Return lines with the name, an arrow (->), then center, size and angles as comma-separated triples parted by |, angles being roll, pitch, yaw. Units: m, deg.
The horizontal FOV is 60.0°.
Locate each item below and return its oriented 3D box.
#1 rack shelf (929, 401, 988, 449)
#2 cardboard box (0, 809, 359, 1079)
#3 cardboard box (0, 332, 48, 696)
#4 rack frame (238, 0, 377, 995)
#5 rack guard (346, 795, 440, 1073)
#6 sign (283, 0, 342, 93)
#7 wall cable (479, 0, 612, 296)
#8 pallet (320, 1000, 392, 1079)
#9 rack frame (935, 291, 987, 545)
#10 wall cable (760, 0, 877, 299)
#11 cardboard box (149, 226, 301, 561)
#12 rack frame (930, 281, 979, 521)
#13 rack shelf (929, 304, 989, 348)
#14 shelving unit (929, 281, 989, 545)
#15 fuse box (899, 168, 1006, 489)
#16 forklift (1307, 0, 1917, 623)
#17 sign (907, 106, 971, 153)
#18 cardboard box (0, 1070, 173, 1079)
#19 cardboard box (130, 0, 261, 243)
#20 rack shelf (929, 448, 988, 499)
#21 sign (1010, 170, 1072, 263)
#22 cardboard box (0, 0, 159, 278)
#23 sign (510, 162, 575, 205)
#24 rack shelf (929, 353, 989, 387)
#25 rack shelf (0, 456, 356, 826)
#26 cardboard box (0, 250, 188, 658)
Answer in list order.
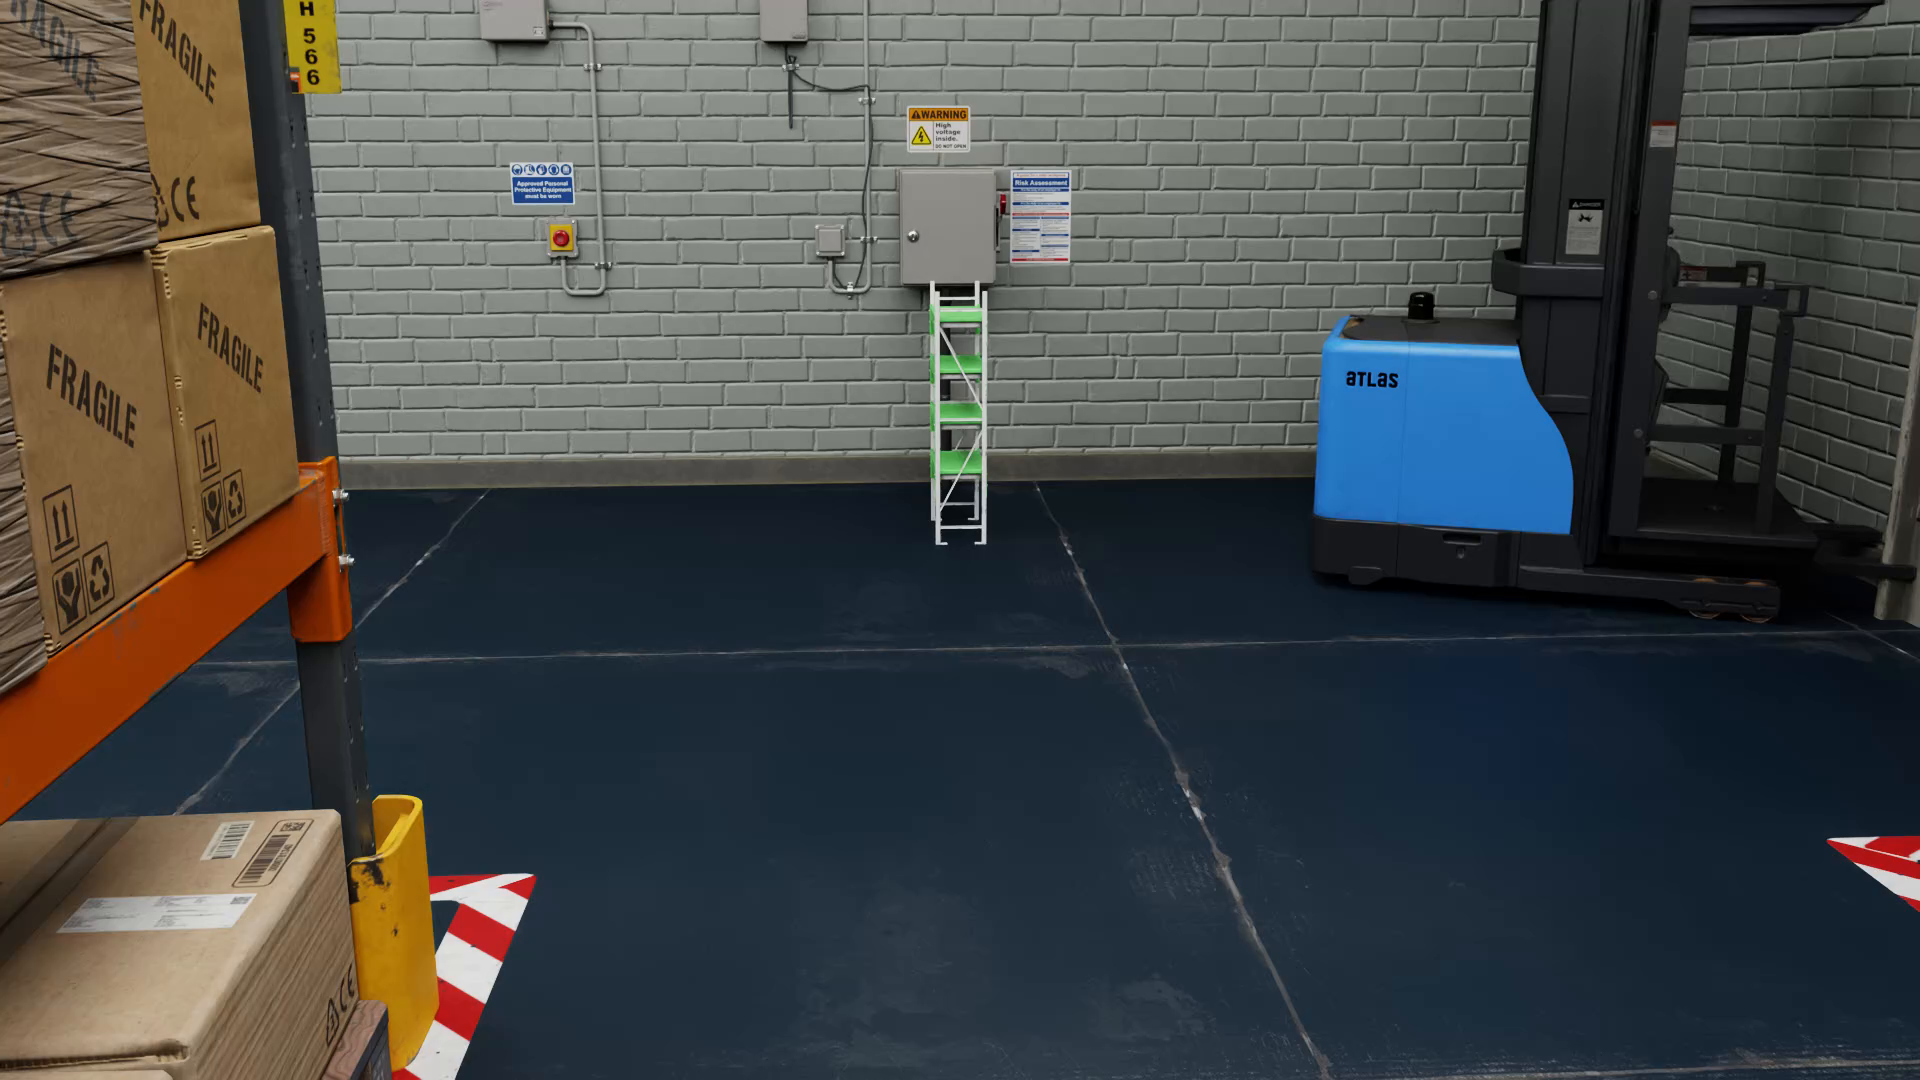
rack shelf -> -0.010, -0.560, 8.053 | 0.258, 0.148, 0.480 | -1, 14, -3
cardboard box -> -1.638, 0.867, 2.937 | 0.875, 0.438, 0.875 | -1, 14, -5
cardboard box -> -1.427, -0.013, 1.856 | 0.500, 0.500, 0.500 | 0, 14, -2
rack frame -> -1.778, -0.333, 3.302 | 1.000, 3.000, 0.127 | -1, 14, -3
rack guard -> -1.780, 0.871, 3.637 | 1.175, 0.500, 0.348 | -1, 14, -3
sign -> -1.236, -1.014, 3.147 | 0.100, 0.325, 0.005 | -1, 14, -3
wall cable -> -2.151, -2.242, 8.620 | 0.585, 1.953, 0.123 | -1, 14, -3
pallet -> -1.651, 1.215, 2.881 | 1.003, 0.211, 1.213 | -1, 14, -3
rack frame -> 0.005, -0.562, 7.801 | 0.240, 1.200, 0.015 | -1, 14, -3
wall cable -> -0.736, -2.252, 8.721 | 0.588, 1.984, 0.122 | -1, 14, -3
cardboard box -> -1.484, -0.266, 2.839 | 0.500, 0.500, 0.500 | -1, 14, -3
rack frame -> -0.025, -0.683, 8.273 | 0.240, 1.200, 0.015 | -1, 14, -3
rack shelf -> -0.010, -1.025, 7.933 | 0.258, 0.148, 0.480 | -1, 14, -3
shelving unit -> -0.010, -0.622, 8.037 | 0.258, 1.200, 0.503 | -1, 14, -3
fuse box -> -0.045, -1.107, 8.896 | 0.539, 1.711, 0.414 | -1, 14, -3
forklift -> 3.098, -1.232, 6.931 | 3.031, 2.935, 1.130 | 4, 15, 16
sign -> -0.113, -2.182, 8.830 | 0.339, 0.242, 0.001 | -1, 14, -3
cardboard box -> -1.573, 1.094, 2.053 | 0.875, 0.438, 0.875 | 0, 14, -2
cardboard box -> -1.511, -0.750, 2.713 | 0.500, 0.500, 0.500 | 0, 14, -2
rack shelf -> -0.010, -0.328, 8.113 | 0.258, 0.148, 0.480 | -1, 14, -3
sign -> 0.435, -1.745, 8.978 | 0.329, 0.494, 0.001 | -1, 14, -3
cardboard box -> -1.449, -0.620, 2.210 | 0.500, 0.500, 0.500 | -1, 14, -3
sign -> -2.203, -1.881, 8.773 | 0.327, 0.218, 0.001 | -1, 14, -3
rack shelf -> -0.010, -0.793, 7.993 | 0.258, 0.148, 0.480 | -1, 14, -3
rack shelf -> -1.654, 0.513, 1.458 | 1.077, 0.370, 4.000 | -1, 14, -3
cardboard box -> -1.468, -0.141, 2.353 | 0.500, 0.500, 0.500 | -1, 14, -5
